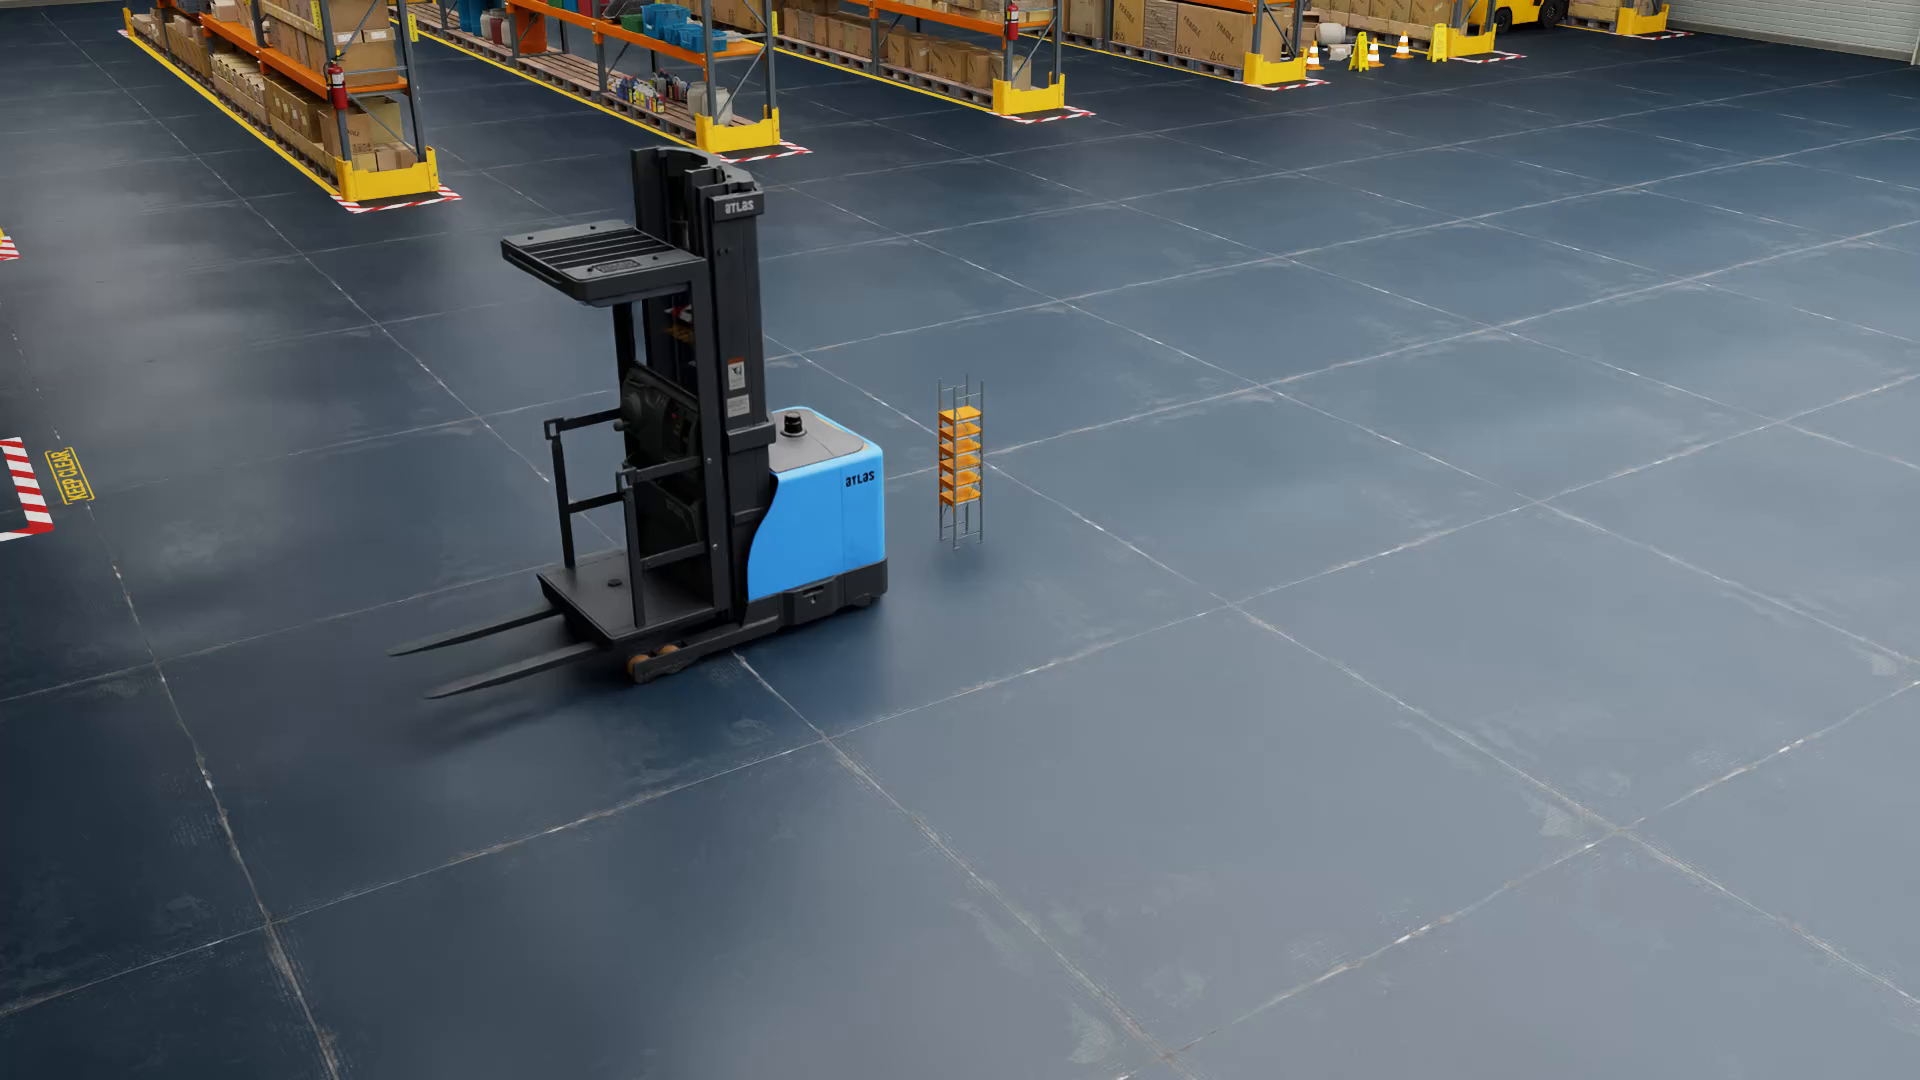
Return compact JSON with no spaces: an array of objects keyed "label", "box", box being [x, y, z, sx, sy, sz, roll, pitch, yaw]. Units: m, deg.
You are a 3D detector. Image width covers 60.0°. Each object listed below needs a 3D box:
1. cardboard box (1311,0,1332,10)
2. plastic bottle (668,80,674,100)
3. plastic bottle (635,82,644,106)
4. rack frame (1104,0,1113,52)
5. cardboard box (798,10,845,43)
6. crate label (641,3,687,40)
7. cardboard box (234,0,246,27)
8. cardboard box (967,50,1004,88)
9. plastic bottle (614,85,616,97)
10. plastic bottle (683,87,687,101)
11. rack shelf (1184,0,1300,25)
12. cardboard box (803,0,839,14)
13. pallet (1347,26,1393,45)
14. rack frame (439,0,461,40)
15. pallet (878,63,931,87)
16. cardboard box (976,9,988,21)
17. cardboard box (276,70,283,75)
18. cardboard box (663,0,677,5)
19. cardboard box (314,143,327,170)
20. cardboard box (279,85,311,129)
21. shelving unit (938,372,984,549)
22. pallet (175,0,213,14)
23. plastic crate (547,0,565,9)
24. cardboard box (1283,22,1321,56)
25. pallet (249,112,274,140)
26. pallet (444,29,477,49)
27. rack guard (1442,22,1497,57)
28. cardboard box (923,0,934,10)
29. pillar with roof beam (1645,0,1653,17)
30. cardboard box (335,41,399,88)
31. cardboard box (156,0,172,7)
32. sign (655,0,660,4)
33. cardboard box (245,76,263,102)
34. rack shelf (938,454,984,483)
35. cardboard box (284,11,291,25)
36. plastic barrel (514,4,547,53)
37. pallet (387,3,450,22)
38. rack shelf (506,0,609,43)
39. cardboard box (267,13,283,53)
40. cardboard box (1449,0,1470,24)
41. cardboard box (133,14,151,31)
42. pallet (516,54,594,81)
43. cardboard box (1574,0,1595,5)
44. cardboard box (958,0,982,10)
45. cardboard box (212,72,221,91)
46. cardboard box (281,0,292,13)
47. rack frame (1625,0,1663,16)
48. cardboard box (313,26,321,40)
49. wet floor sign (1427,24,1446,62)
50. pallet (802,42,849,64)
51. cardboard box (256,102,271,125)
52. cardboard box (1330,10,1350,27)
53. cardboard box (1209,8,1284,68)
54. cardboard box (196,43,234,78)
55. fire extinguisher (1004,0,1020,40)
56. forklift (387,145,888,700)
[{"label":"cardboard box","box":[7.328,-10.794,32.914,0.500,0.500,0.500,-14,29,-27]},{"label":"plastic bottle","box":[-4.419,-6.909,25.500,0.061,0.283,0.133,-16,29,-30]},{"label":"plastic bottle","box":[-4.793,-6.715,25.010,0.144,0.351,0.185,-16,30,-30]},{"label":"rack frame","box":[3.140,-10.593,30.637,1.000,3.000,0.127,-16,29,-30]},{"label":"cardboard box","box":[-2.559,-9.542,30.824,0.700,0.500,0.500,-18,31,-34]},{"label":"crate label","box":[-4.269,-7.499,24.043,0.502,0.435,0.616,-16,29,-30]},{"label":"cardboard box","box":[-10.627,-8.045,25.124,0.500,0.500,0.500,-17,30,-32]},{"label":"cardboard box","box":[0.430,-7.535,26.596,0.500,0.500,0.500,-8,26,-16]},{"label":"plastic bottle","box":[-5.304,-6.963,25.712,0.097,0.201,0.097,0,25,0]},{"label":"plastic bottle","box":[-4.174,-6.810,25.387,0.097,0.201,0.097,0,25,0]},{"label":"rack shelf","box":[4.231,-9.552,29.276,1.077,0.370,4.000,-16,29,-30]},{"label":"cardboard box","box":[-2.566,-9.891,30.686,0.500,0.250,0.500,-12,28,-24]},{"label":"pallet","box":[8.298,-9.853,32.336,1.003,0.211,1.213,-16,29,-30]},{"label":"rack frame","box":[-9.588,-11.180,31.882,1.000,3.000,0.127,-16,29,-30]},{"label":"pallet","box":[-0.675,-7.980,28.369,1.003,0.211,1.213,-16,29,-30]},{"label":"cardboard box","box":[0.468,-8.150,25.756,0.380,0.149,0.250,-16,29,-30]},{"label":"cardboard box","box":[-9.943,-6.937,24.965,0.500,0.311,0.500,-17,30,-31]},{"label":"cardboard box","box":[-5.732,-11.818,35.230,0.875,0.875,0.875,-16,29,-30]},{"label":"cardboard box","box":[-8.013,-4.981,21.478,0.500,0.250,0.500,-16,29,-30]},{"label":"cardboard box","box":[-8.837,-5.855,22.452,0.500,0.500,0.500,-16,29,-30]},{"label":"shelving unit","box":[0.008,-0.537,11.445,0.258,1.200,0.189,-16,29,-30]},{"label":"pallet","box":[-11.986,-8.736,26.928,1.213,0.211,1.003,-16,29,-30]},{"label":"plastic crate","box":[-6.408,-8.780,27.046,0.450,0.188,0.662,-16,29,-30]},{"label":"cardboard box","box":[6.335,-9.261,30.741,0.637,0.503,0.797,7,26,15]},{"label":"pallet","box":[-9.808,-6.159,24.512,1.003,0.211,1.213,-16,29,-30]},{"label":"pallet","box":[-9.202,-9.633,31.872,1.003,0.211,1.213,-16,29,-30]},{"label":"rack guard","box":[9.374,-9.249,30.718,1.175,0.500,0.348,-16,29,-30]},{"label":"cardboard box","box":[-0.376,-8.679,26.878,0.380,0.149,0.250,-16,29,-30]},{"label":"pillar with roof beam","box":[10.340,-13.679,30.147,9.100,9.000,0.400,-16,29,-30]},{"label":"cardboard box","box":[-7.434,-5.950,20.686,0.700,0.500,0.500,-16,29,-30]},{"label":"cardboard box","box":[-15.421,-10.389,32.619,0.500,0.500,0.500,-16,29,-30]},{"label":"sign","box":[-4.754,-8.568,26.024,0.100,0.325,0.005,-16,29,-30]},{"label":"cardboard box","box":[-10.124,-6.628,24.312,0.500,0.311,0.500,-15,29,-28]},{"label":"rack shelf","box":[0.008,-0.497,11.464,0.258,0.103,0.180,-16,29,-30]},{"label":"cardboard box","box":[-8.682,-6.903,21.945,0.380,0.149,0.250,-17,30,-31]},{"label":"plastic barrel","box":[-7.686,-9.129,29.587,0.600,0.830,0.708,-16,29,-30]},{"label":"pallet","box":[-11.354,-11.046,34.864,1.003,0.211,1.213,-16,29,-30]},{"label":"rack shelf","box":[-6.313,-8.709,27.489,1.077,0.370,4.000,-16,29,-30]},{"label":"cardboard box","box":[-9.126,-7.054,23.023,0.700,0.500,0.500,-16,30,-31]},{"label":"cardboard box","box":[9.193,-9.999,31.230,0.500,0.500,0.500,-17,30,-31]},{"label":"cardboard box","box":[-15.592,-9.974,32.032,0.500,0.250,0.500,-16,29,-30]},{"label":"pallet","box":[-7.014,-8.202,28.840,1.003,0.211,1.213,-16,29,-30]},{"label":"cardboard box","box":[12.780,-10.966,33.570,0.500,0.250,0.500,-16,30,-30]},{"label":"cardboard box","box":[0.462,-8.576,25.900,0.875,0.500,0.500,-16,29,-30]},{"label":"cardboard box","box":[-11.517,-7.287,26.364,0.500,0.250,0.500,-16,29,-30]},{"label":"cardboard box","box":[-8.576,-7.281,21.985,0.700,0.500,0.500,-16,29,-30]},{"label":"rack frame","box":[13.572,-11.510,32.580,1.000,3.000,0.127,-16,29,-30]},{"label":"cardboard box","box":[-7.842,-6.351,20.774,0.380,0.149,0.250,-16,30,-30]},{"label":"wet floor sign","box":[8.623,-8.970,29.957,0.267,0.644,0.232,-6,26,-12]},{"label":"pallet","box":[-2.168,-8.927,30.375,1.003,0.211,1.213,-16,29,-30]},{"label":"cardboard box","box":[-9.843,-6.193,24.046,0.500,0.250,0.500,-16,30,-30]},{"label":"cardboard box","box":[7.628,-10.267,32.676,0.500,0.250,0.500,-14,29,-27]},{"label":"cardboard box","box":[4.898,-8.618,28.452,0.875,0.875,0.875,-15,29,-29]},{"label":"cardboard box","box":[-12.264,-7.945,27.441,0.500,0.500,0.500,-14,29,-28]},{"label":"fire extinguisher","box":[0.789,-7.859,24.937,0.296,0.674,0.183,-16,29,-30]},{"label":"forklift","box":[-1.960,-0.730,9.826,3.031,2.935,1.130,-17,30,-32]}]
